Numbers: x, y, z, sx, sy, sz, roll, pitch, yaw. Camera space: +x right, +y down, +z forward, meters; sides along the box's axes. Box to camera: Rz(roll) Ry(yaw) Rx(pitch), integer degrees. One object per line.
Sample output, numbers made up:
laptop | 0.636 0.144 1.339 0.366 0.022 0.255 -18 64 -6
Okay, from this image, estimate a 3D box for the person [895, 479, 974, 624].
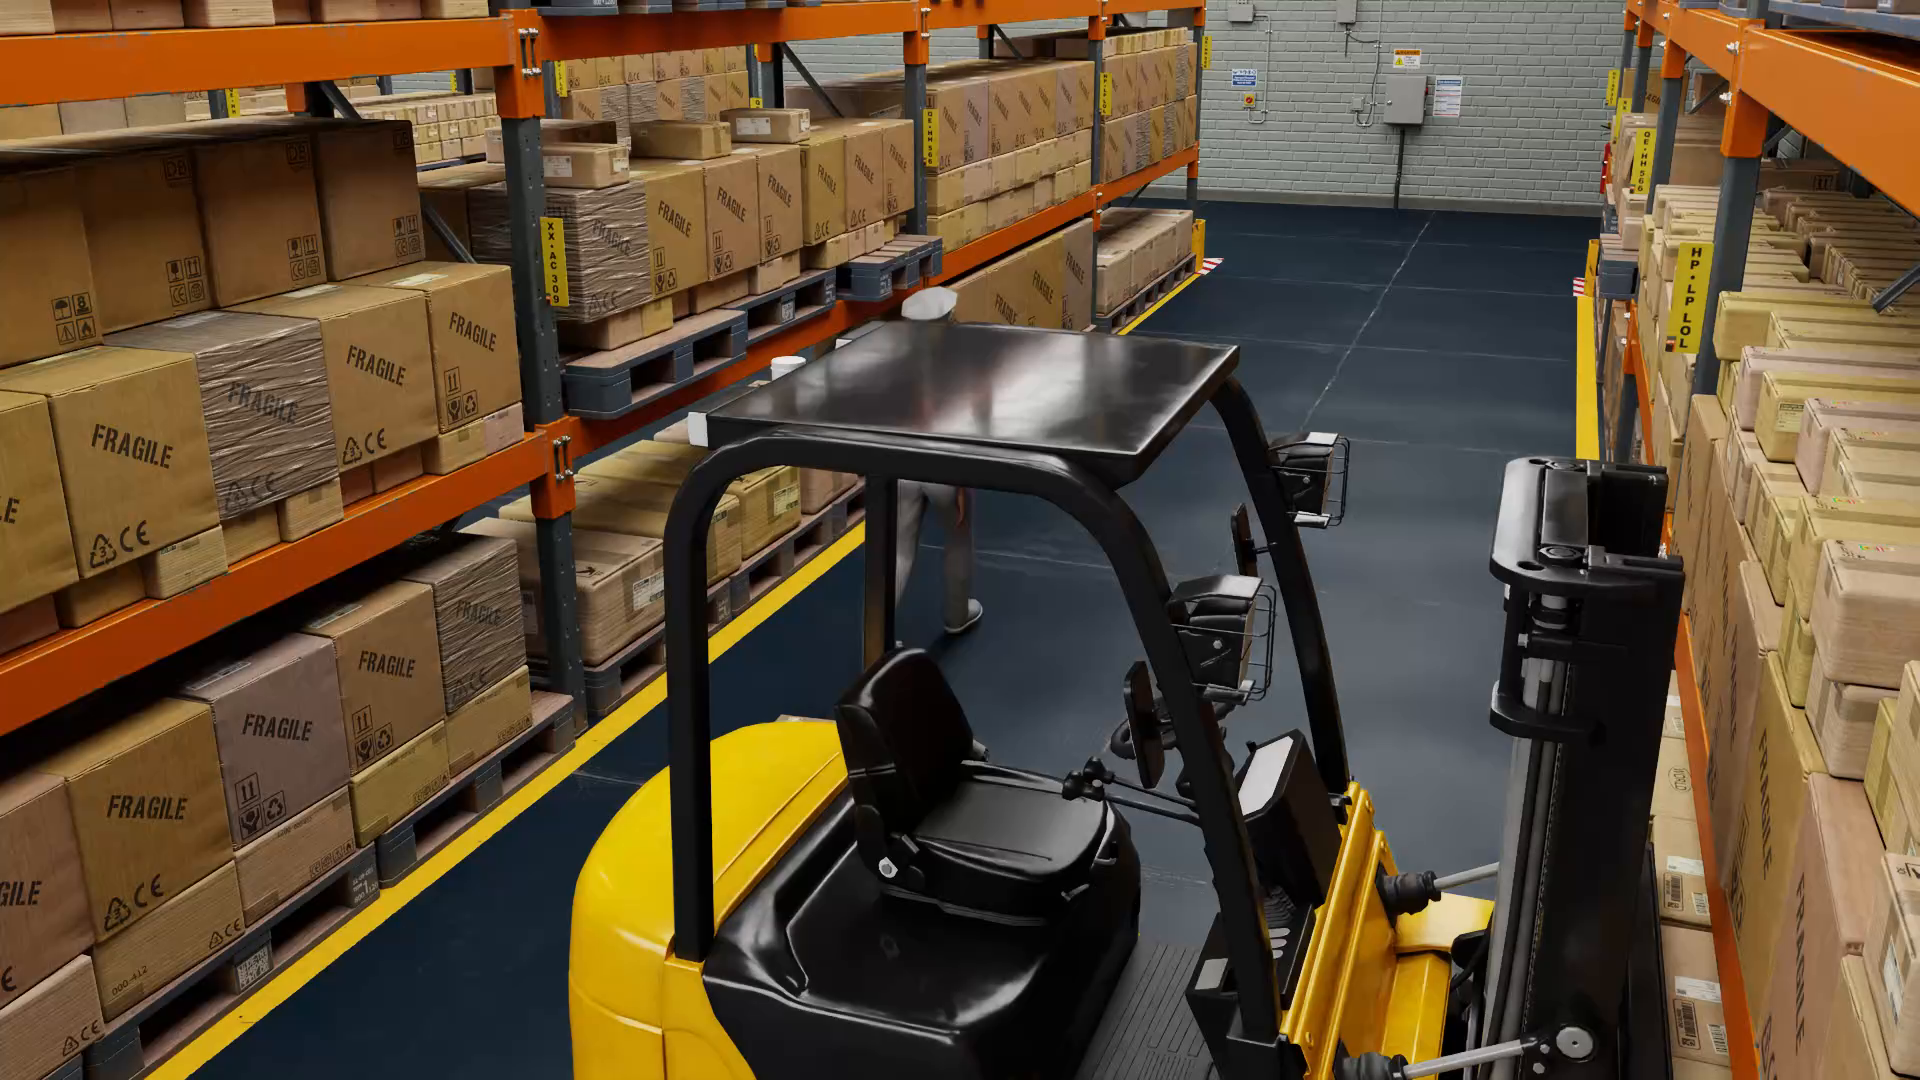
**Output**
person | -0.155 -0.169 7.333 0.386 1.331 0.793 6 20 18
